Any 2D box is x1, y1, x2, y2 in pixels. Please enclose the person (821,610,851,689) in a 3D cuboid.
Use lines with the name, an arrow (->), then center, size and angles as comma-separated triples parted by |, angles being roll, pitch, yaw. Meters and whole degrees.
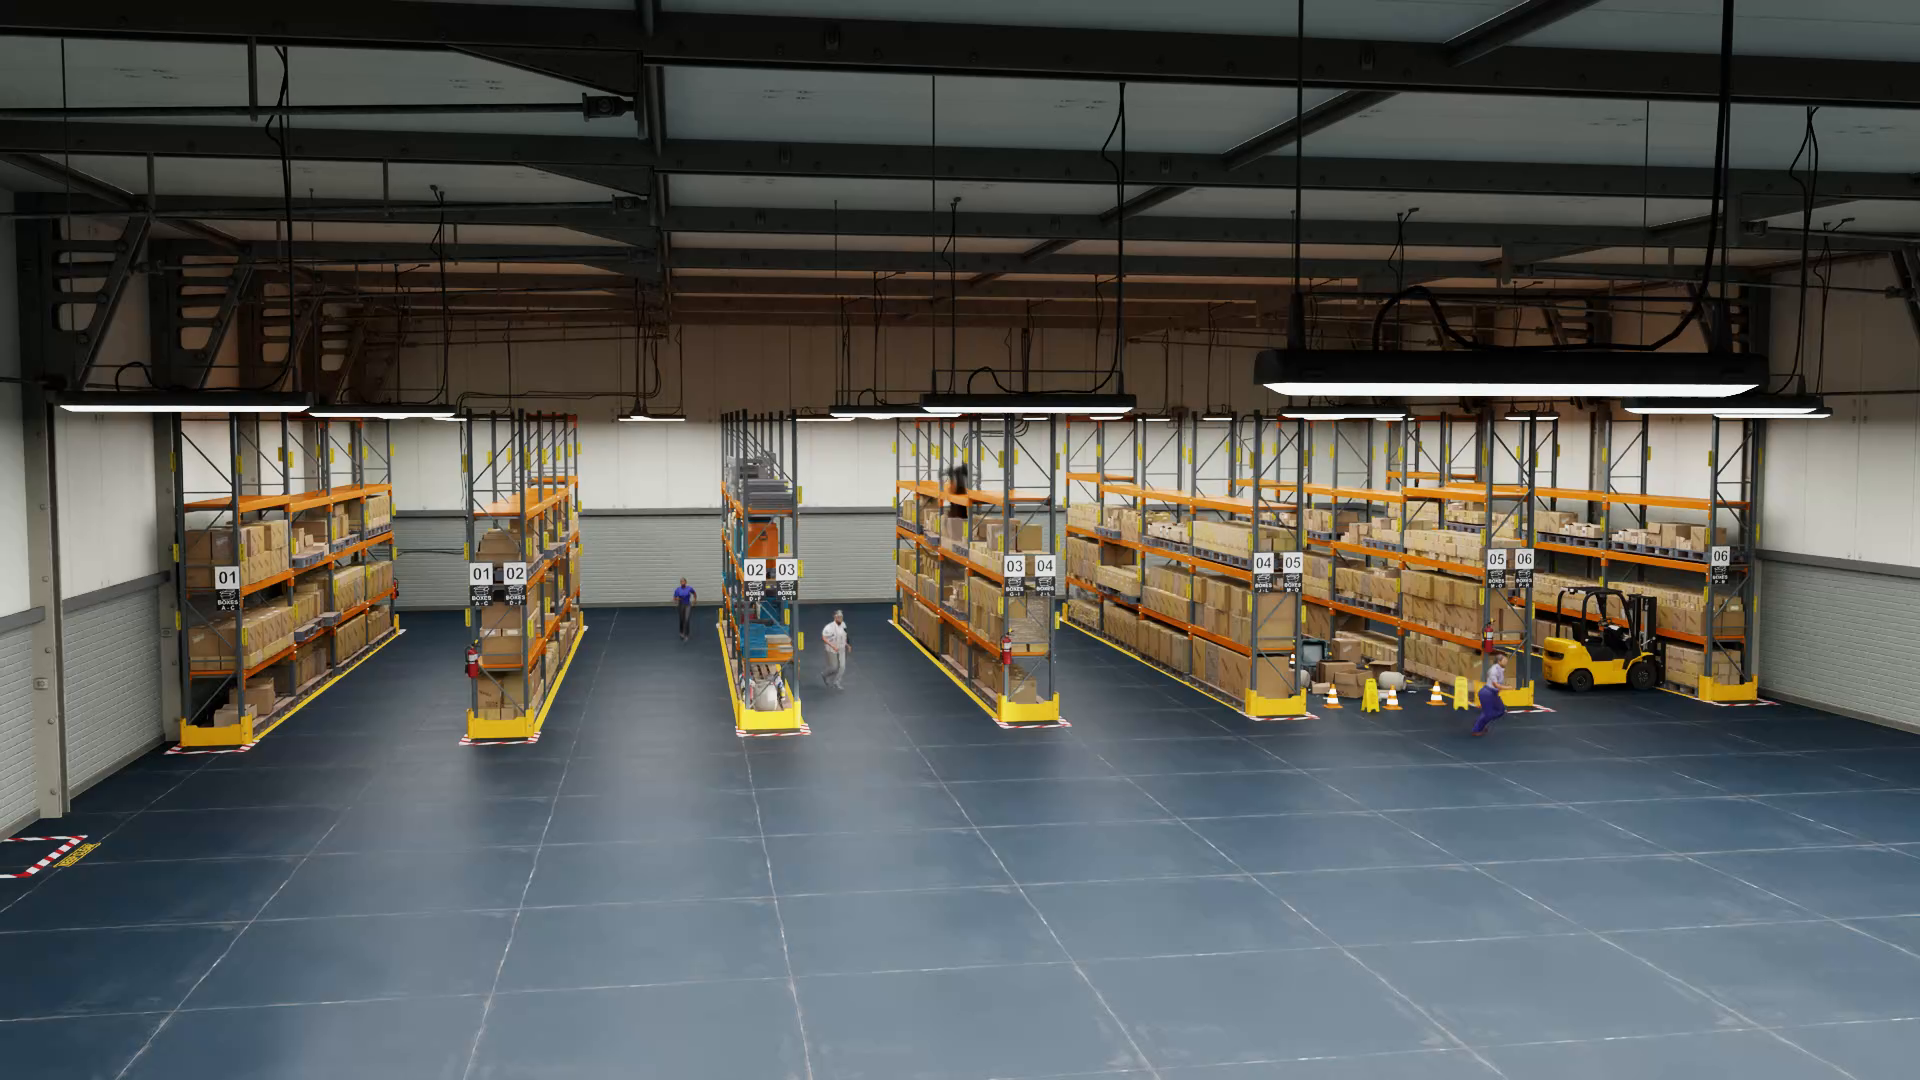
person -> -2.717, 2.364, 35.985 | 0.662, 1.726, 0.674 | -3, 5, -37

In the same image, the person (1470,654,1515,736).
person -> 9.755, 2.833, 30.405 | 0.774, 1.537, 0.603 | 2, 4, 28

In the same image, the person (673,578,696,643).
person -> -7.281, 1.834, 44.001 | 0.574, 1.698, 0.858 | 0, 4, -3

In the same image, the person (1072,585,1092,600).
person -> 3.670, 1.321, 50.059 | 0.974, 1.768, 0.707 | -2, 5, -28
